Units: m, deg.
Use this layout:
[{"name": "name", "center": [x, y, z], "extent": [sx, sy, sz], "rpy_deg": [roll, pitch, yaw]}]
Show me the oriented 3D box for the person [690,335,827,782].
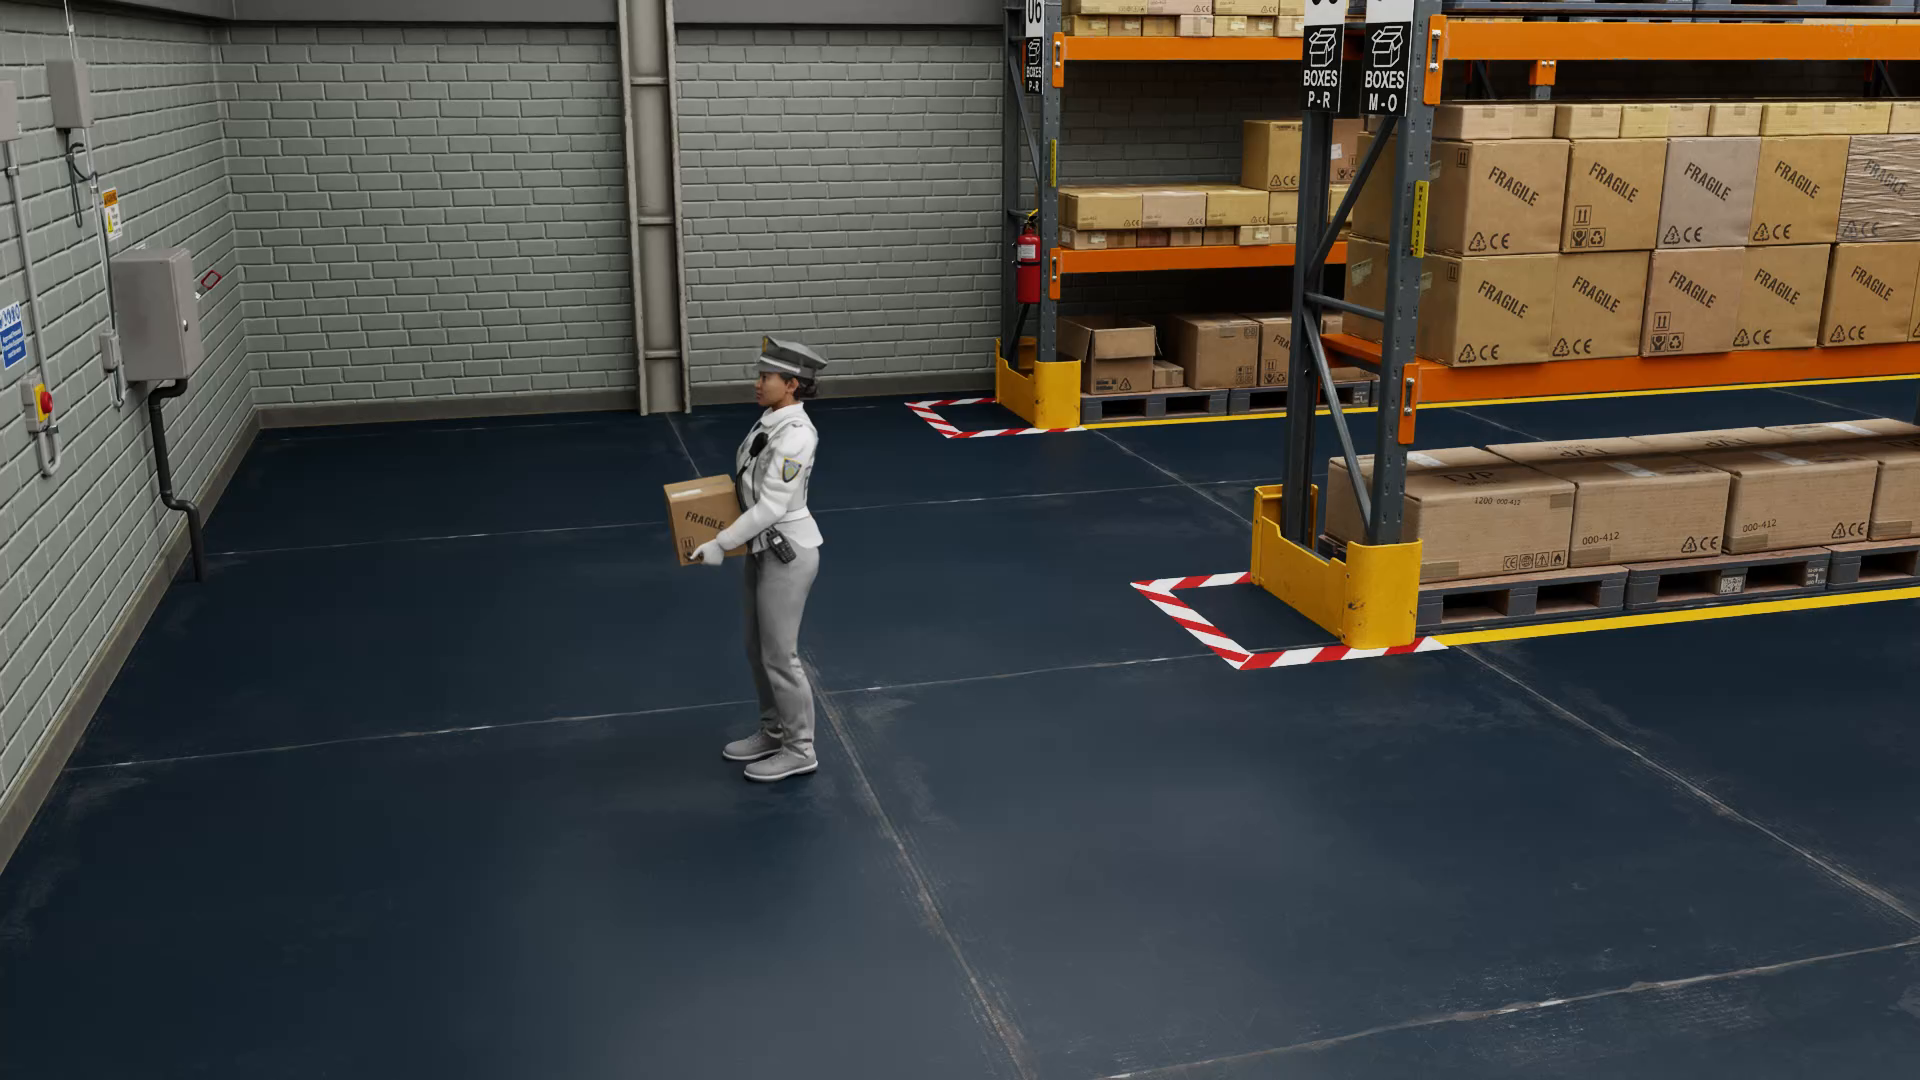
[{"name": "person", "center": [-0.758, 0.066, 6.266], "extent": [0.540, 1.689, 0.460], "rpy_deg": [-4, 17, -14]}]
